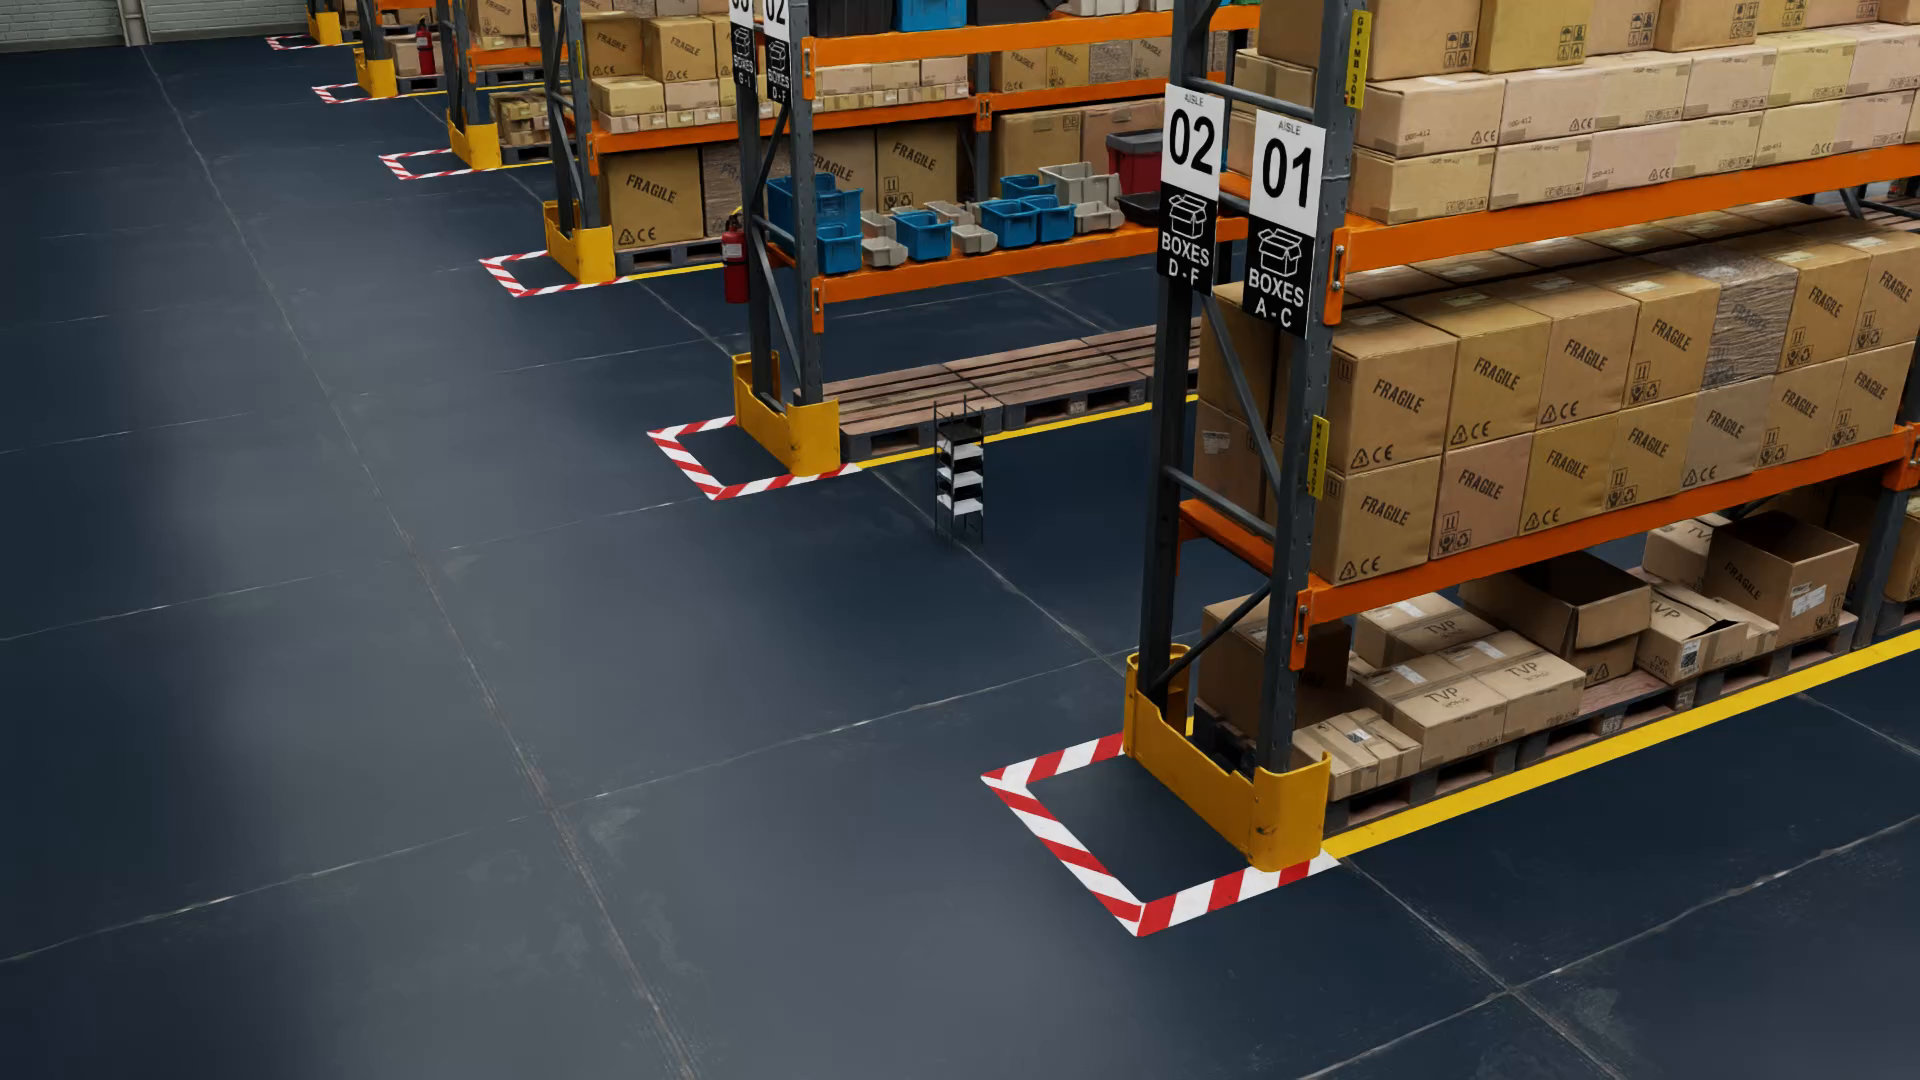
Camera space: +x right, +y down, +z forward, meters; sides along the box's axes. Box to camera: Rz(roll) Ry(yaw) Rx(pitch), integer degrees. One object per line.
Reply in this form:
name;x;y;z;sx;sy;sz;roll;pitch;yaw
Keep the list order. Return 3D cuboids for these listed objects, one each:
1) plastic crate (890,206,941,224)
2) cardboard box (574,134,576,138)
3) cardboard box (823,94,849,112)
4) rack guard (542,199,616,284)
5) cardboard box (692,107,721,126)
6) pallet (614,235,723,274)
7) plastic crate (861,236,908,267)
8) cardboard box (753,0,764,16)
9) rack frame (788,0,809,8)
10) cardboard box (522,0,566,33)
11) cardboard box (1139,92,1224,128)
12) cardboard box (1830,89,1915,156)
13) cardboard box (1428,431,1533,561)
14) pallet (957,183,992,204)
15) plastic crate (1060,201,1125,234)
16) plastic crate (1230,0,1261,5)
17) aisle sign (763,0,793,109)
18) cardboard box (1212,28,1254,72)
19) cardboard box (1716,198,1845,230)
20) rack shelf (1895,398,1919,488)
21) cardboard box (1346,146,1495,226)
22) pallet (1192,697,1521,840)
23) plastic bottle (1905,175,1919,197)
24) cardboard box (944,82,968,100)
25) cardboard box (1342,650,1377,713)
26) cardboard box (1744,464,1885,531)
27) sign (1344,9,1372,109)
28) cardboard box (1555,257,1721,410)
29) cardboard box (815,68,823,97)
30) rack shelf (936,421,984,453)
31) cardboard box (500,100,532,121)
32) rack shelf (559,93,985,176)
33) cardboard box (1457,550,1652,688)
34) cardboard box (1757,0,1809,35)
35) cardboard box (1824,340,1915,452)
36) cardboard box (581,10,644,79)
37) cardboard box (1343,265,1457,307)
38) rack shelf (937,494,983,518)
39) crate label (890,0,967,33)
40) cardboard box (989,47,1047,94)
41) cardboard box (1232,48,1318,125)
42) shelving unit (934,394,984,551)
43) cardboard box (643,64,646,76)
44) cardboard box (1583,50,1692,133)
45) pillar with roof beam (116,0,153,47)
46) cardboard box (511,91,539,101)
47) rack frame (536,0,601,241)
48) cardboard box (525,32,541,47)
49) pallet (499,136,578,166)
plastic crate;-0.301;-2.227;11.658;0.243;0.136;0.396;-13;29;-25
cardboard box;-4.475;-4.873;19.743;0.250;0.149;0.380;-13;28;-24
cardboard box;-1.248;-4.174;15.768;0.250;0.149;0.380;-13;29;-26
rack guard;-3.550;-2.790;15.483;0.348;0.500;1.175;-13;29;-25
cardboard box;-2.379;-3.913;15.225;0.250;0.149;0.380;-13;29;-26
pallet;-2.860;-2.857;15.957;1.213;0.211;1.003;-13;29;-25
plastic crate;-0.503;-1.897;10.970;0.298;0.136;0.250;-13;29;-25
cardboard box;-2.538;-6.624;20.121;0.500;0.500;0.500;-13;29;-25
rack frame;-1.198;-4.735;9.714;0.127;3.000;1.000;-13;29;-25
cardboard box;-4.787;-6.120;19.073;0.500;0.500;0.500;-13;29;-25
cardboard box;2.122;-4.471;18.067;0.875;0.875;1.225;-13;29;-25
cardboard box;3.909;-1.938;7.529;0.500;0.250;0.500;-13;29;-25
cardboard box;2.098;-0.279;7.251;0.500;0.500;0.500;-13;29;-26
pallet;0.646;-3.665;17.640;1.213;0.211;1.003;-13;29;-25
plastic crate;0.937;-2.283;11.776;0.466;0.136;0.293;-13;29;-25
plastic crate;2.100;-3.900;11.686;0.662;0.188;0.450;-13;29;-25
aisle sign;-1.121;-3.074;10.183;0.004;0.787;0.394;-13;29;-25
cardboard box;2.769;-5.302;17.711;0.500;0.500;0.500;-13;29;-26
cardboard box;4.111;-1.460;8.554;0.500;0.500;0.500;-12;28;-24
rack shelf;6.424;-1.035;9.772;4.000;0.370;1.077;-13;29;-25
cardboard box;1.703;-1.430;6.470;0.500;0.250;0.500;-13;29;-25
pallet;1.900;0.941;8.046;1.213;0.211;1.003;-13;29;-25
plastic bottle;9.823;-3.720;17.084;0.185;0.351;0.144;-14;29;-26
cardboard box;-0.114;-4.436;16.314;0.250;0.149;0.380;-13;28;-25
cardboard box;1.893;0.688;8.116;0.250;0.166;0.380;-13;29;-25
cardboard box;4.960;-0.234;9.651;0.500;0.500;0.500;-13;29;-25
sign;1.385;-1.677;5.801;0.005;0.325;0.100;-13;29;-25
cardboard box;2.995;-0.936;7.464;0.500;0.500;0.500;-13;29;-26
cardboard box;-1.619;-4.300;15.571;0.500;0.250;0.500;-14;29;-26
rack shelf;-0.007;-0.617;9.949;0.200;0.077;0.258;-13;29;-25
cardboard box;-5.151;-4.986;19.290;0.250;0.149;0.380;-14;29;-27
rack shelf;-1.764;-4.005;15.957;4.000;0.370;1.077;-13;29;-25
cardboard box;3.004;0.359;8.412;0.637;0.503;0.797;-13;29;-25
cardboard box;3.302;-2.535;7.328;0.500;0.500;0.700;-13;29;-25
cardboard box;4.339;-0.798;8.330;0.500;0.500;0.500;-12;28;-24
cardboard box;-3.222;-4.526;15.174;0.500;0.500;0.500;-13;28;-24
cardboard box;1.839;-0.932;7.455;0.500;0.500;0.500;-12;28;-24
rack shelf;-0.007;-0.212;10.144;0.200;0.077;0.258;-13;29;-25
crate label;-0.232;-3.380;10.530;0.502;0.251;0.408;-13;29;-25
cardboard box;0.525;-4.780;16.624;0.500;0.500;0.500;-13;29;-25
cardboard box;1.463;-1.850;6.767;0.500;0.250;0.500;-13;29;-25
shelving unit;-0.007;-0.404;10.052;0.210;0.900;0.258;-13;29;-25
cardboard box;-2.778;-4.291;15.552;0.500;0.250;0.500;-14;29;-26
cardboard box;2.588;-1.856;6.781;0.500;0.250;0.500;-13;29;-25
pillar with roof beam;-11.308;-10.457;21.632;0.400;9.000;9.100;-13;29;-25
cardboard box;-5.177;-5.243;19.825;0.250;0.149;0.380;-12;28;-24
rack frame;-3.528;-3.922;14.952;0.127;3.000;1.000;-13;29;-25
cardboard box;-4.865;-5.766;19.084;0.250;0.149;0.380;-14;29;-27
pallet;-4.973;-4.747;19.893;1.213;0.211;1.003;-13;29;-25
